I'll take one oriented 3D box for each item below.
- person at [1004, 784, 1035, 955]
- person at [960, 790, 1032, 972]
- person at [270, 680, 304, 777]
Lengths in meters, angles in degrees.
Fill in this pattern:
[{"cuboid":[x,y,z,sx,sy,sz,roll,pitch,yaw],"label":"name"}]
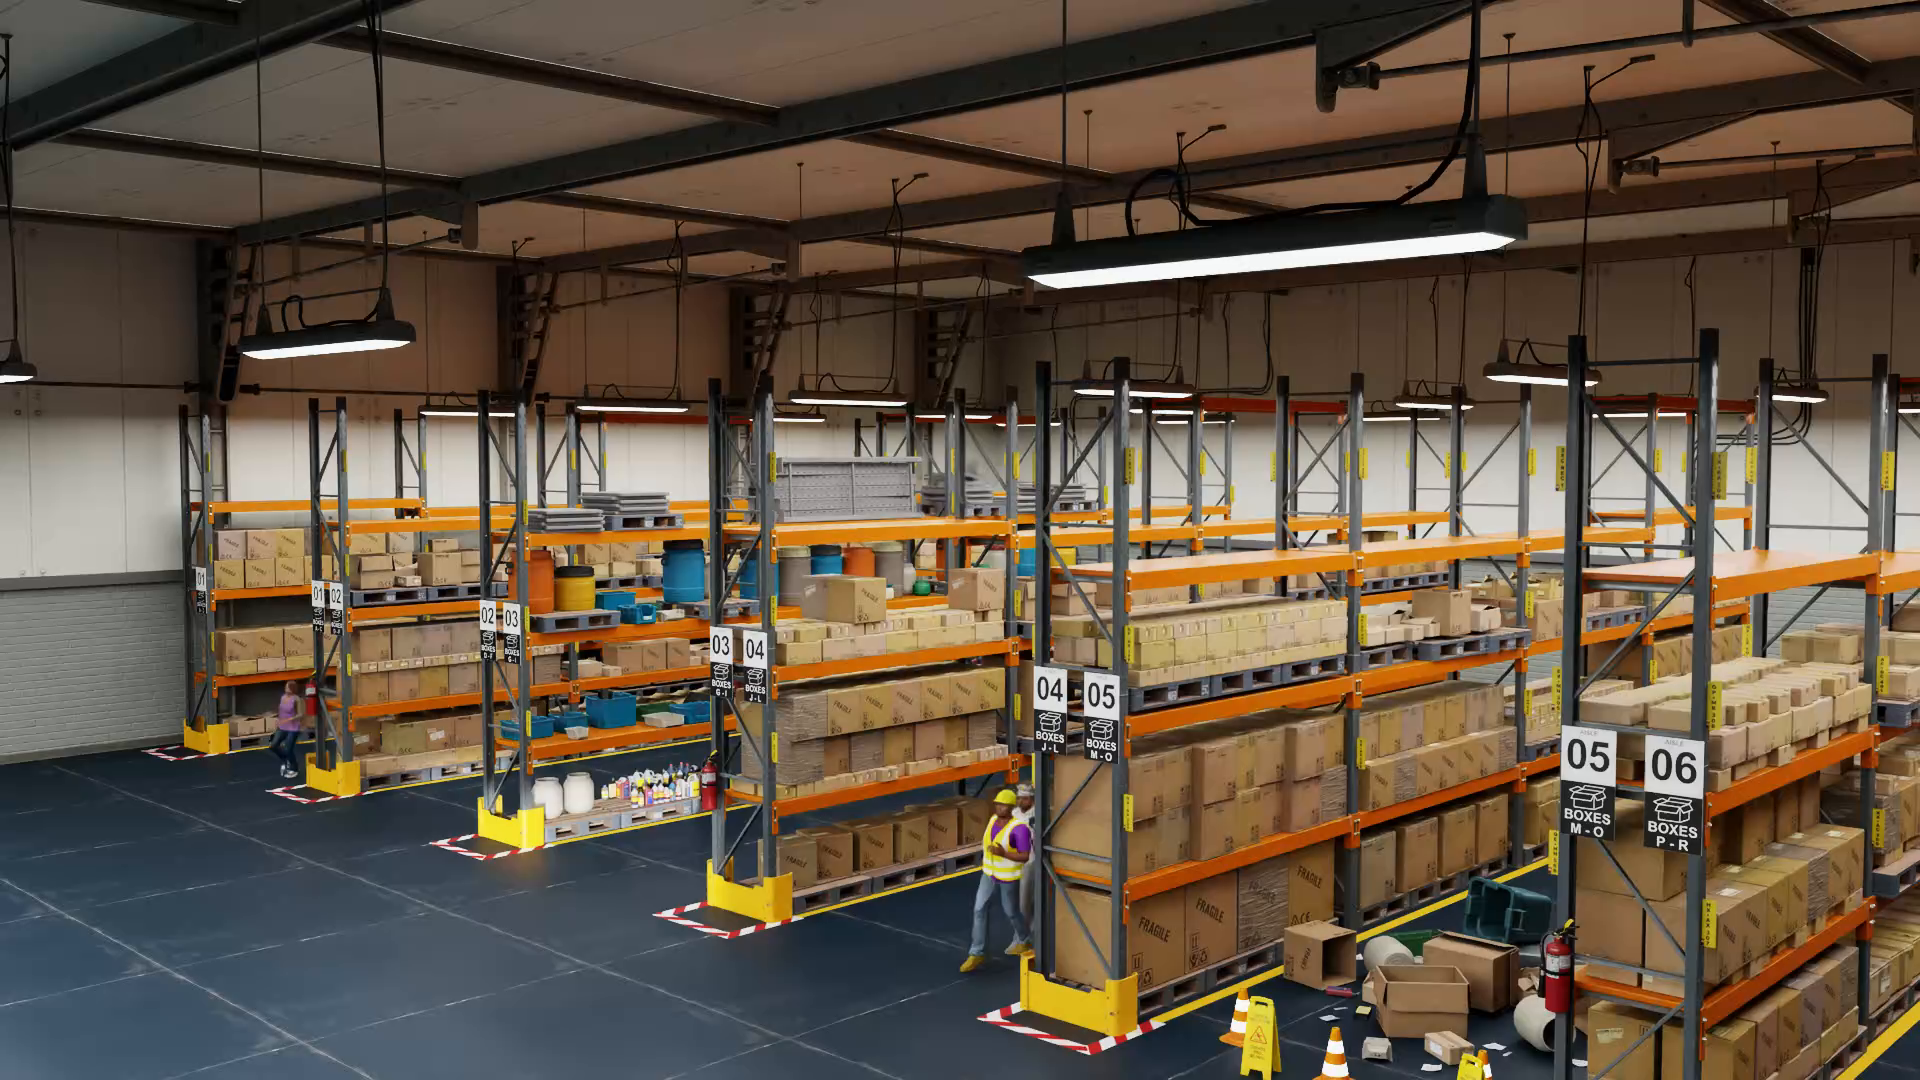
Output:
[{"cuboid":[0.688,3.378,17.382,0.534,1.691,0.934,2,4,34],"label":"person"},{"cuboid":[0.434,3.367,16.605,0.684,1.771,0.917,2,4,39],"label":"person"},{"cuboid":[-10.646,3.001,26.329,0.503,1.557,0.537,1,3,19],"label":"person"}]
